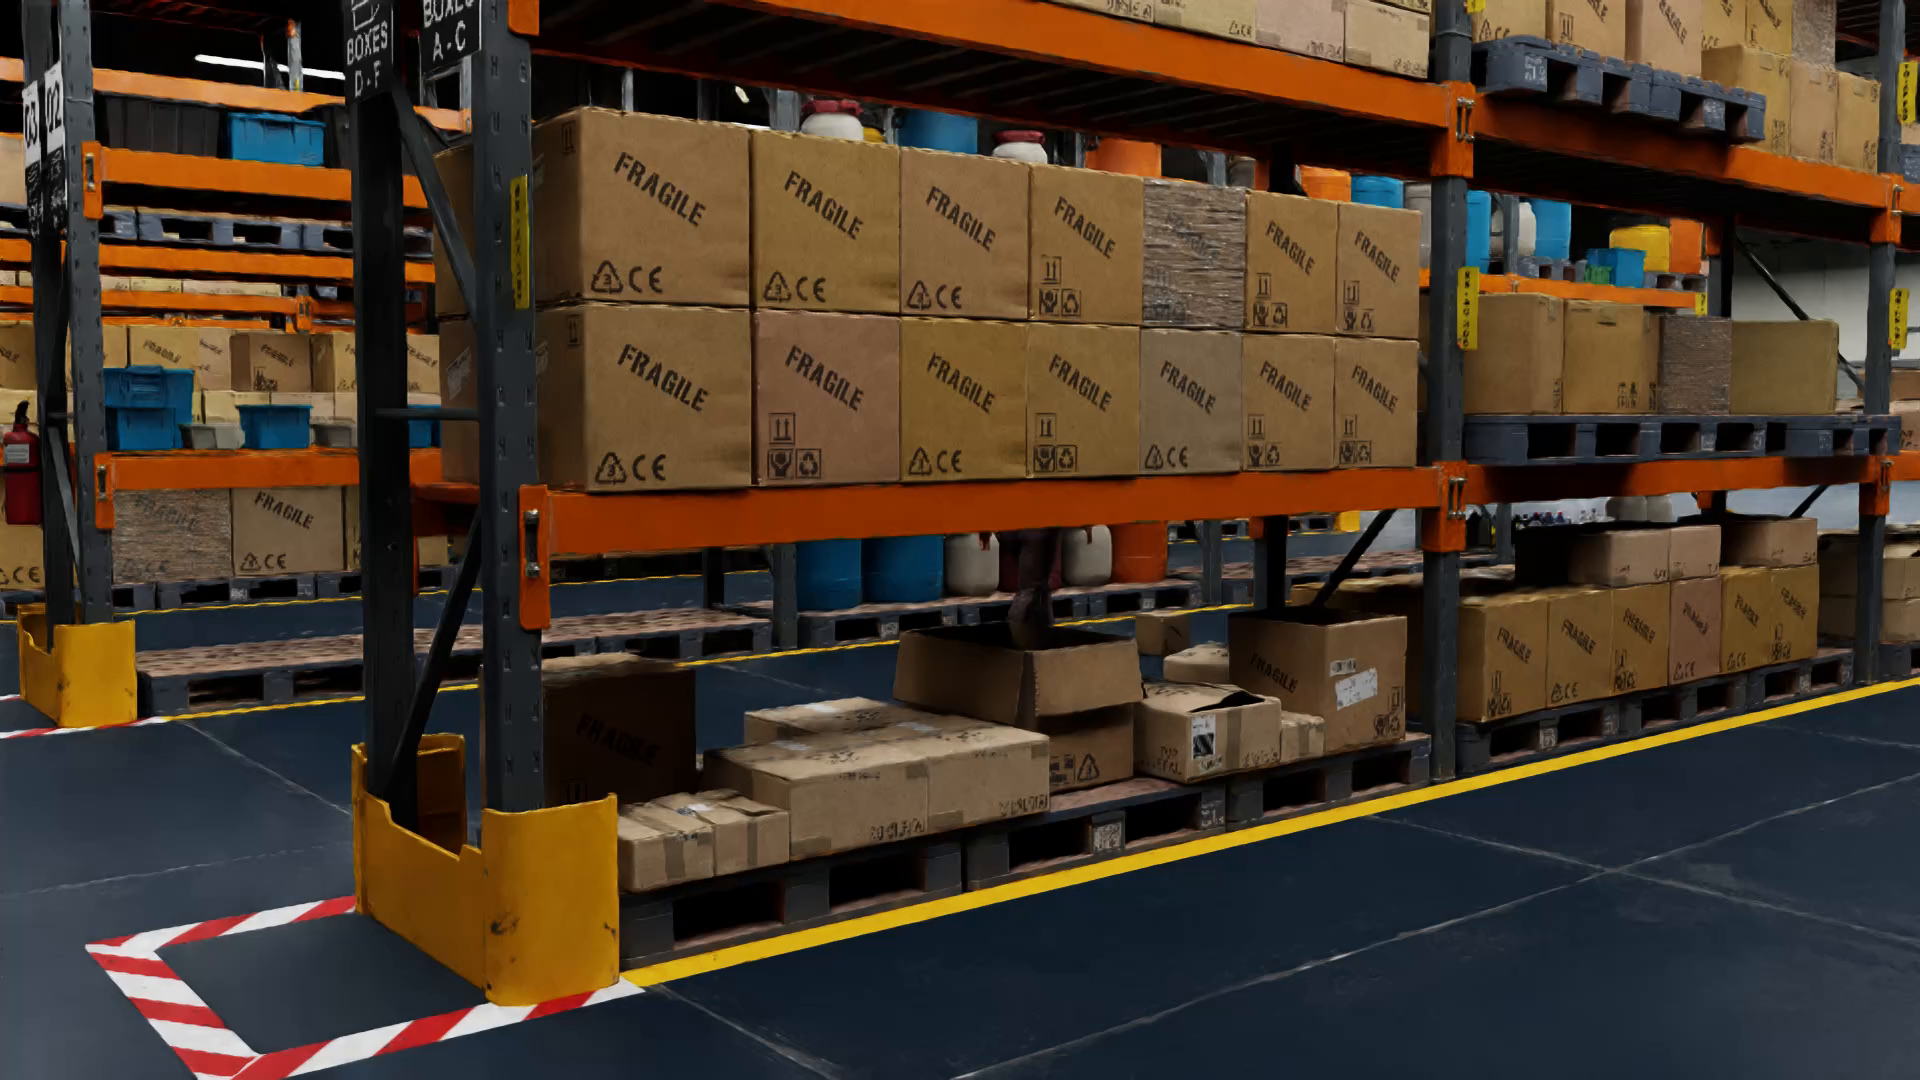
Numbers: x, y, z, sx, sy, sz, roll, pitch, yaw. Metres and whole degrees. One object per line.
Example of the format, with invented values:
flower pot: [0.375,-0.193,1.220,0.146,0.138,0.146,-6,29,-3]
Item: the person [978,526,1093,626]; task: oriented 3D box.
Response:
person: [0.453,-0.061,9.684,0.739,1.745,0.642,-4,6,-45]
